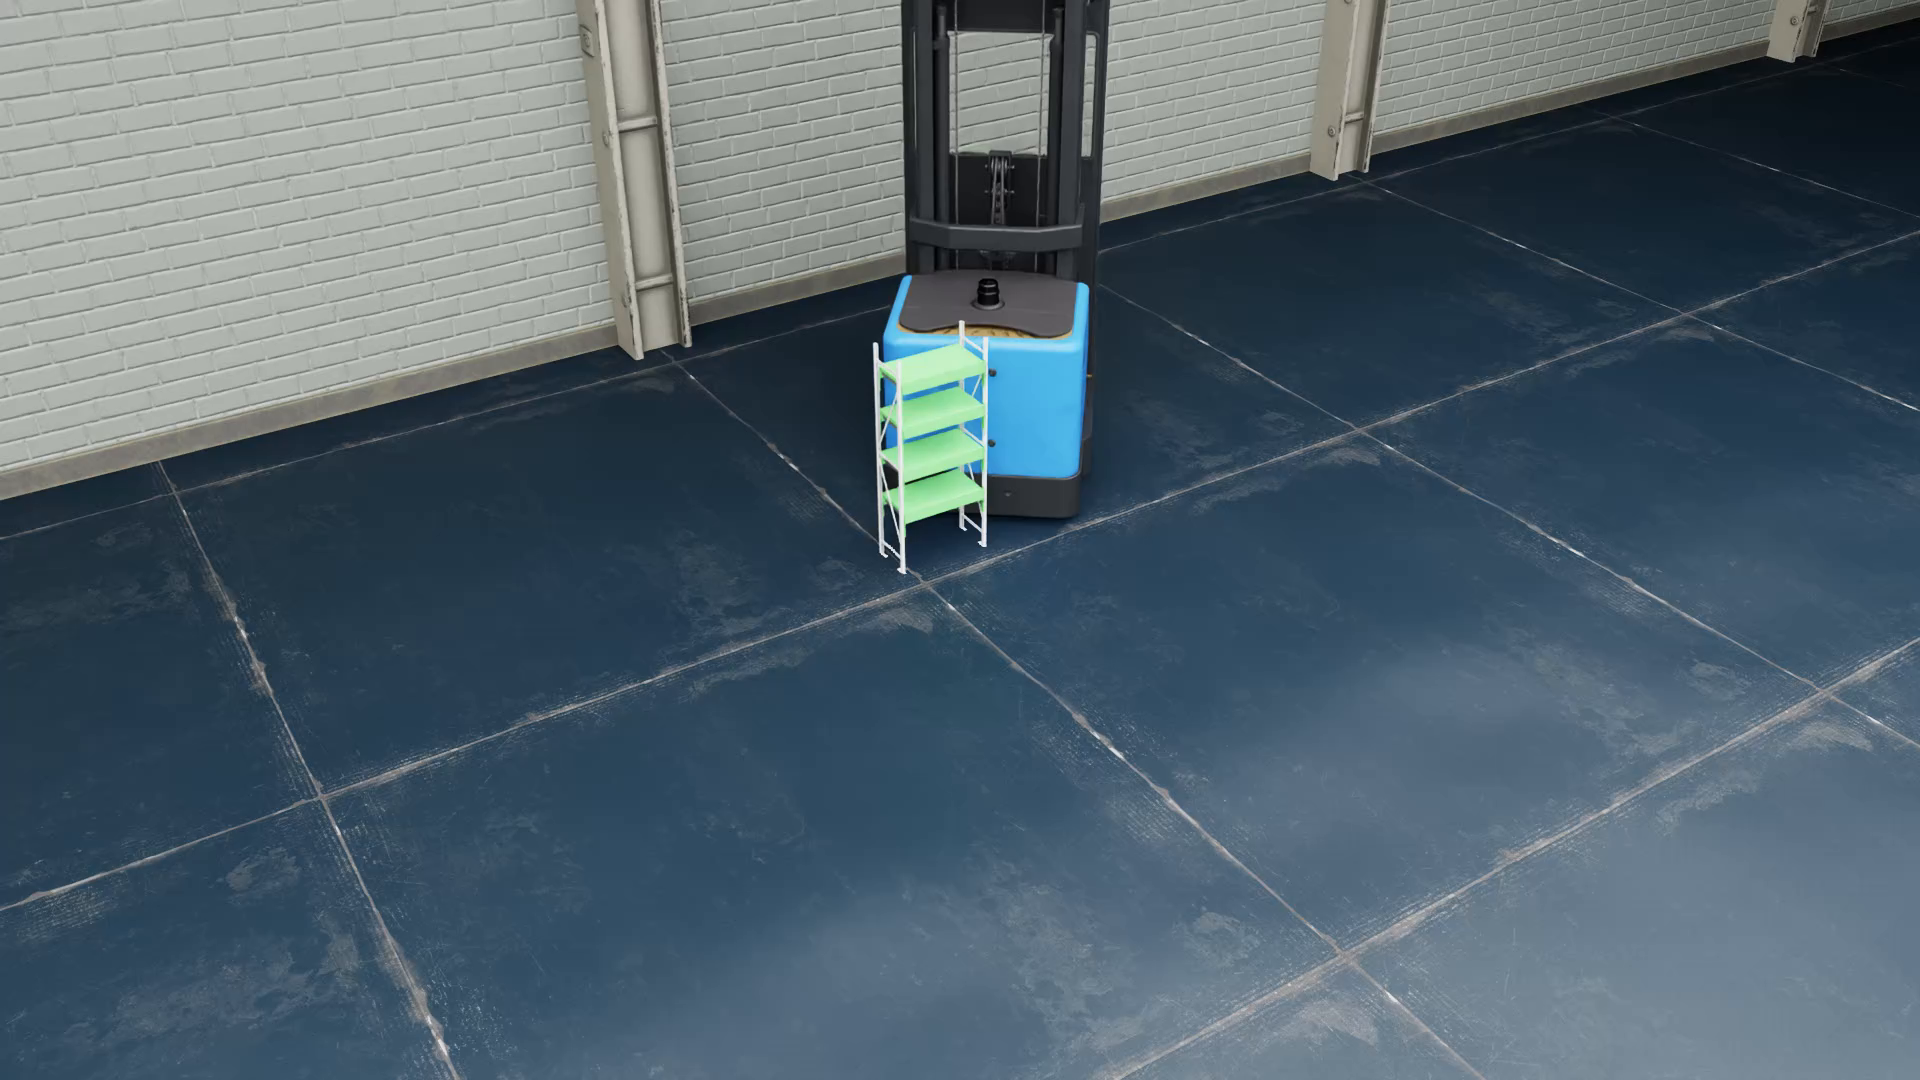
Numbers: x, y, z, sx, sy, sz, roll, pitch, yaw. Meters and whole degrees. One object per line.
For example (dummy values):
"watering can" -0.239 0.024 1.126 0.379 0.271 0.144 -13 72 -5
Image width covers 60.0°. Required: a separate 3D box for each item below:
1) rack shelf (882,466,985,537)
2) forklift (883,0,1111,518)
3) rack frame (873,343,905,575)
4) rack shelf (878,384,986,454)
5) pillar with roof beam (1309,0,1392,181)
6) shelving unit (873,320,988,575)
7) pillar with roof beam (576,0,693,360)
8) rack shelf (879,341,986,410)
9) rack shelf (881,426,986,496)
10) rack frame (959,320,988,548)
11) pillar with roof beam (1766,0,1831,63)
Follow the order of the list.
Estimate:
"rack shelf" -0.141 -0.198 8.509 0.480 0.148 0.258 -18 37 -26
"forklift" 0.262 -2.121 9.366 1.130 2.935 3.031 3 32 5
"rack frame" -0.349 -0.387 8.238 0.015 1.200 0.240 -18 37 -26
"rack shelf" -0.141 -0.604 8.253 0.480 0.148 0.258 -18 37 -26
"pillar with roof beam" 5.400 -4.877 8.048 0.400 9.000 9.100 -19 37 -27
"shelving unit" -0.141 -0.455 8.347 0.503 1.200 0.258 -18 37 -26
"pillar with roof beam" 0.357 -3.143 5.298 0.400 9.000 9.100 -19 37 -27
"rack shelf" -0.141 -0.807 8.125 0.480 0.148 0.258 -18 37 -26
"rack shelf" -0.141 -0.401 8.381 0.480 0.148 0.258 -18 37 -26
"rack frame" 0.066 -0.524 8.455 0.015 1.200 0.240 -18 37 -26
"pillar with roof beam" 10.443 -6.612 10.797 0.400 9.000 9.100 -19 37 -27
